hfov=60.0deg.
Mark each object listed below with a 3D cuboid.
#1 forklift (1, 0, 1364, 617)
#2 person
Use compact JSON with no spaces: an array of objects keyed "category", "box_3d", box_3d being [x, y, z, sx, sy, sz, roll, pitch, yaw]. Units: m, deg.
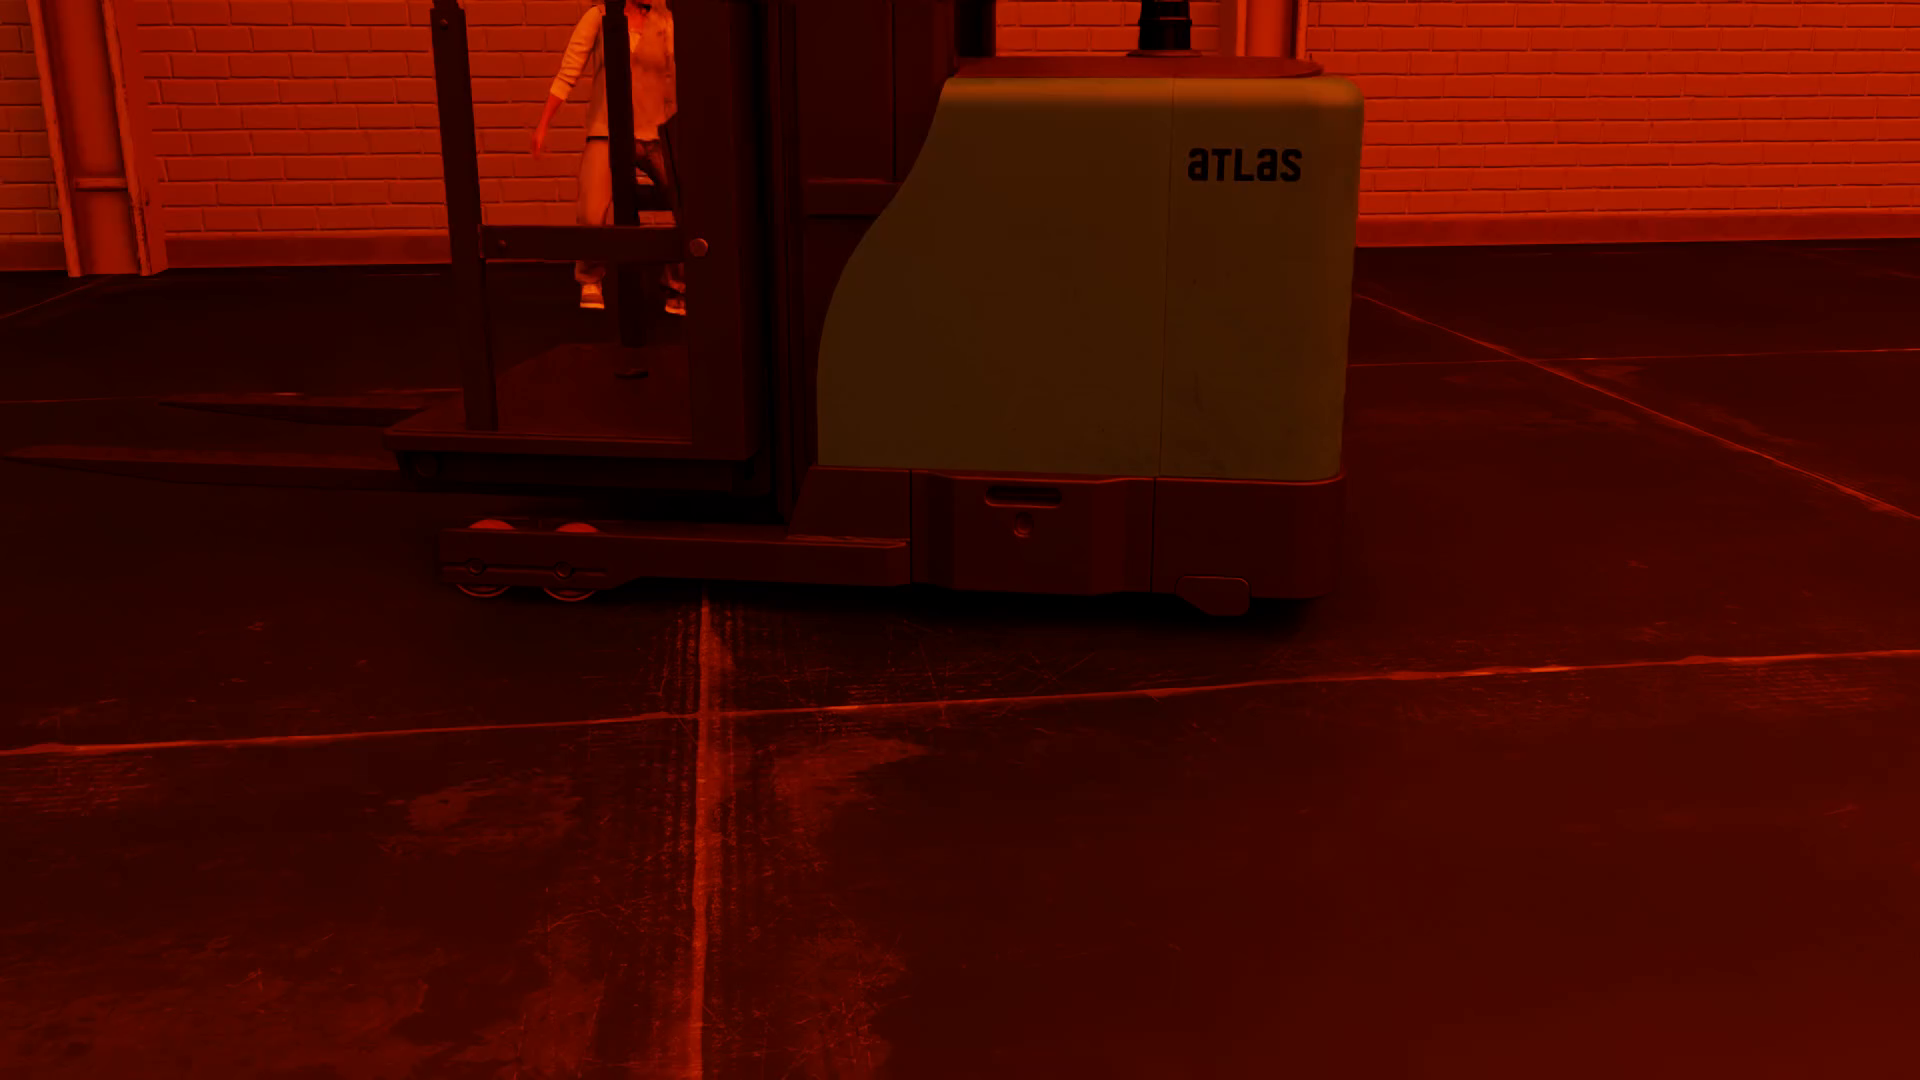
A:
[{"category":"forklift","box_3d":[-0.671,-1.420,3.598,3.031,2.935,1.130,2,17,7]},{"category":"person","box_3d":[-1.366,-1.639,6.812,0.754,1.511,0.452,-5,17,-15]}]
